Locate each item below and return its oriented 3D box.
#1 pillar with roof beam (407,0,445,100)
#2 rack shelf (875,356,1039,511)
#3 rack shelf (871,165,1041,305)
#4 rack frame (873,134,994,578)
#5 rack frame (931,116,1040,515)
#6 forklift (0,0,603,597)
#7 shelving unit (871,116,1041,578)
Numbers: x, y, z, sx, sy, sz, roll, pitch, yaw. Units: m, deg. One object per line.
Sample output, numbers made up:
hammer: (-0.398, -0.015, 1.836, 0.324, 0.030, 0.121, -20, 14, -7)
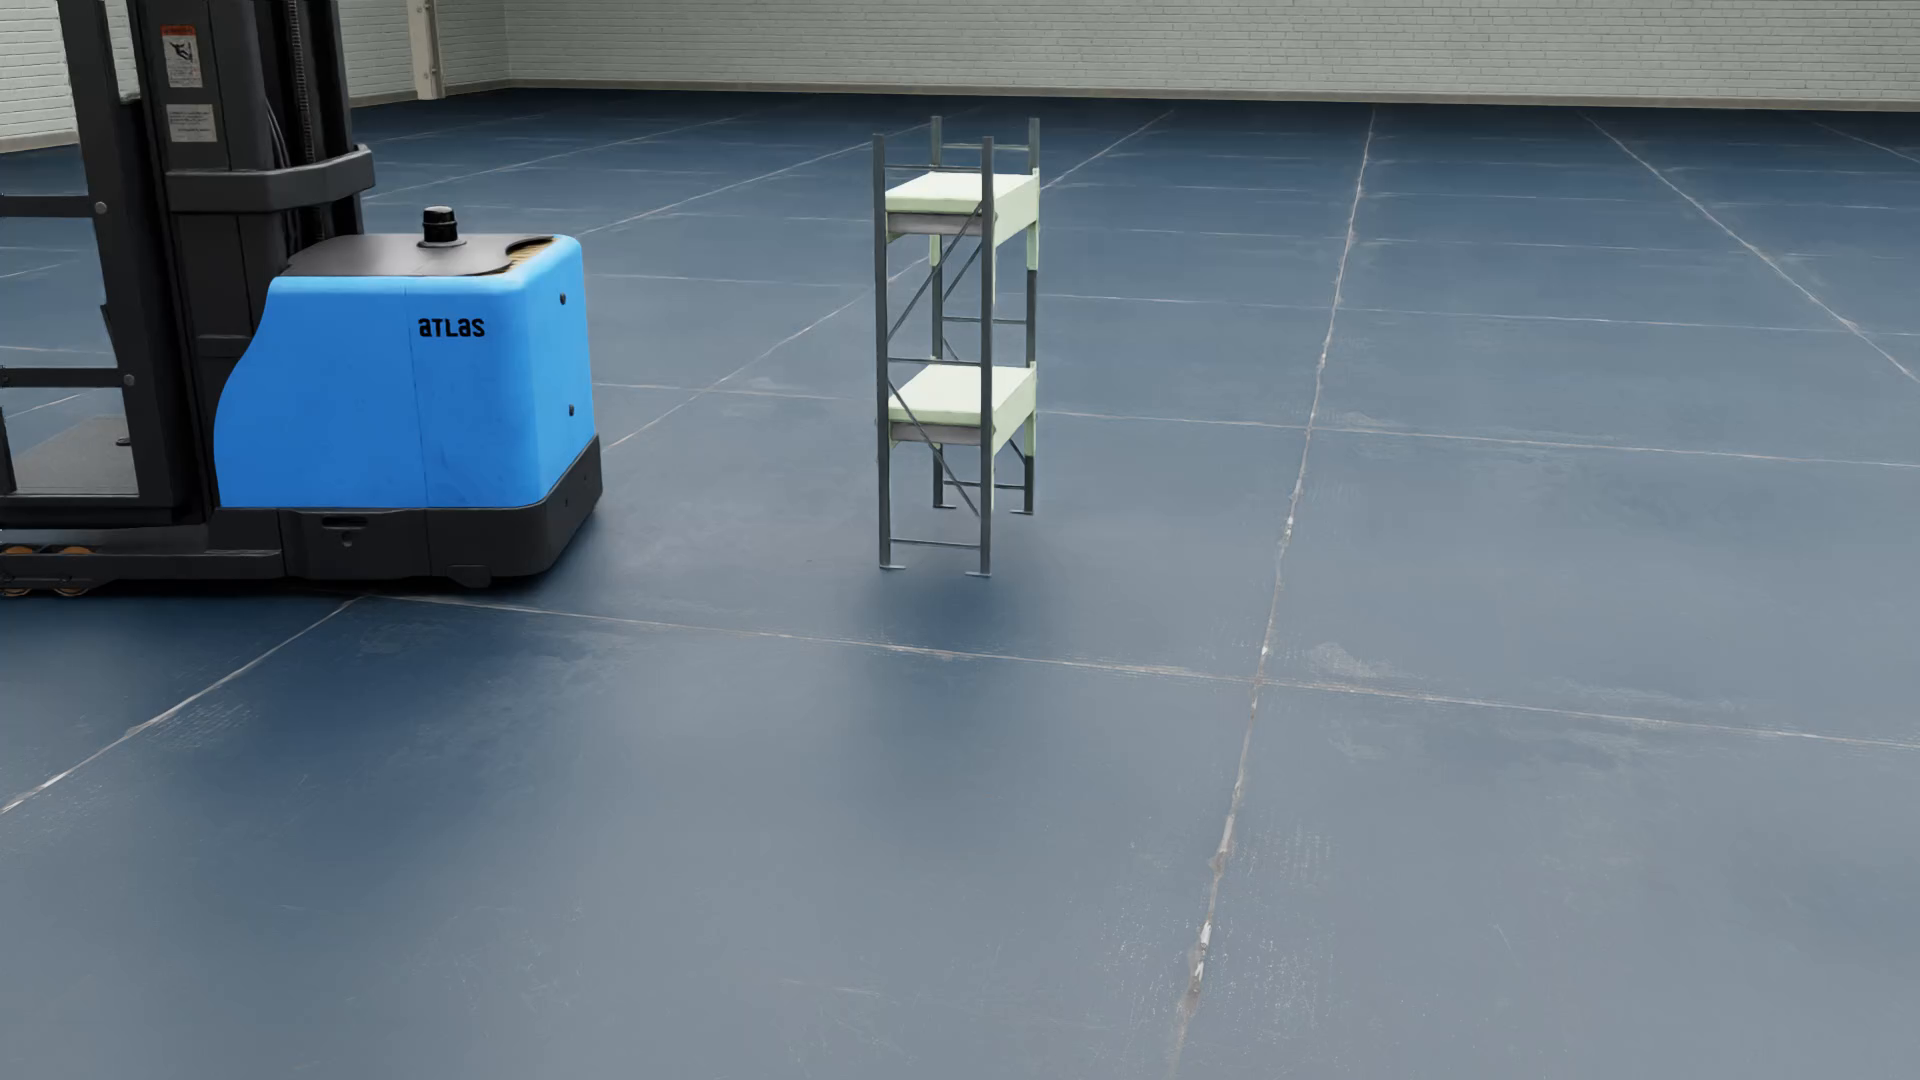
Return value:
pillar with roof beam: (-4.658, -11.287, 25.312, 9.100, 9.000, 0.400, 5, 19, 13)
rack shelf: (0.002, -0.403, 6.057, 0.431, 0.370, 0.720, 5, 19, 13)
rack shelf: (0.002, -1.081, 5.825, 0.431, 0.370, 0.720, 5, 19, 13)
rack frame: (-0.088, -0.597, 5.615, 0.400, 1.500, 0.023, 5, 19, 13)
rack frame: (0.091, -0.827, 6.287, 0.400, 1.500, 0.023, 5, 19, 13)
forklift: (-2.913, -1.367, 5.654, 3.031, 2.935, 1.130, 0, 19, 0)
shelving unit: (0.002, -0.712, 5.951, 0.431, 1.500, 0.755, 5, 19, 13)
